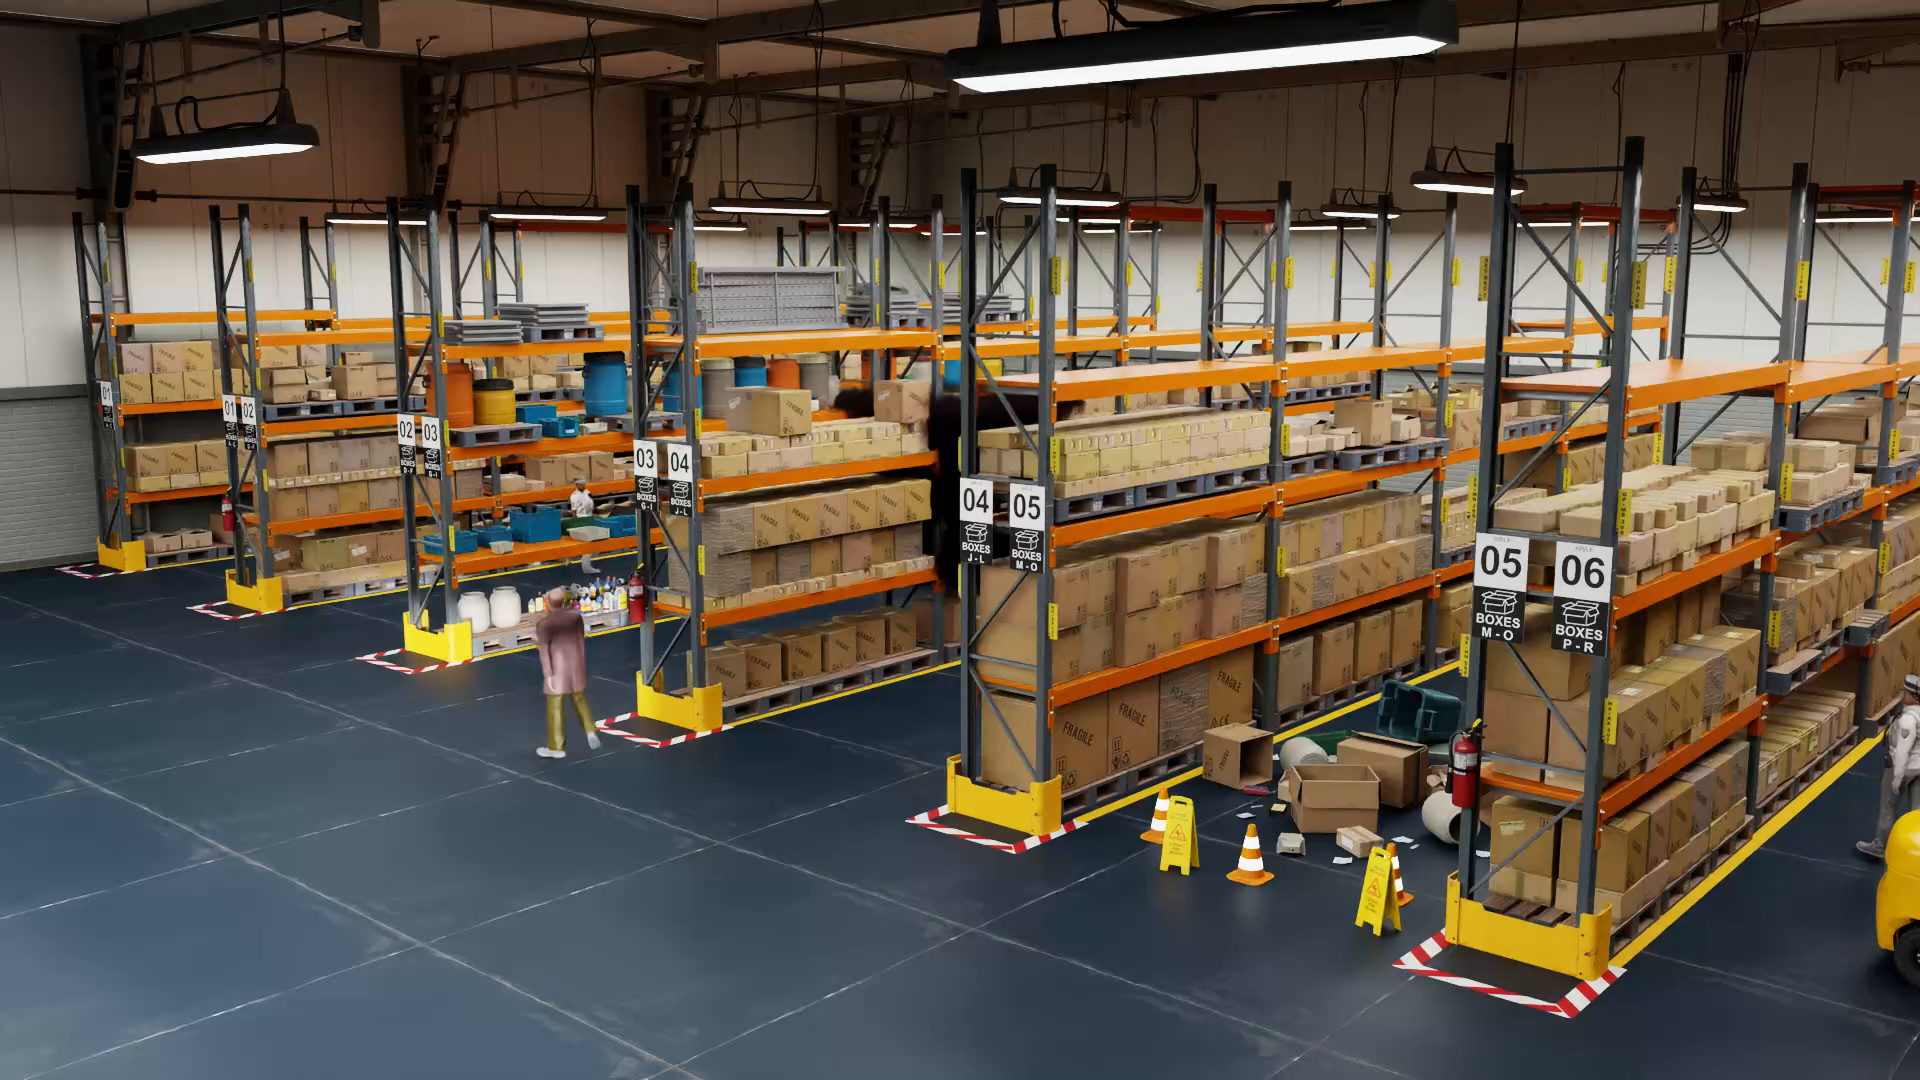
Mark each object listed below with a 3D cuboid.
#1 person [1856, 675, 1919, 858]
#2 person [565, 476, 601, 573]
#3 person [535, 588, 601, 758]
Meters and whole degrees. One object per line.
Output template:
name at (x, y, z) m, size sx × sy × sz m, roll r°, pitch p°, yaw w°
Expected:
person at (8.184, 1.974, 14.375) m, size 0.457 × 1.671 × 0.649 m, roll -1°, pitch 9°, yaw -3°
person at (-6.336, -0.264, 27.755) m, size 0.615 × 1.665 × 0.451 m, roll 0°, pitch 9°, yaw -2°
person at (-4.135, 1.385, 17.506) m, size 0.566 × 1.785 × 0.632 m, roll 6°, pitch 11°, yaw 33°
